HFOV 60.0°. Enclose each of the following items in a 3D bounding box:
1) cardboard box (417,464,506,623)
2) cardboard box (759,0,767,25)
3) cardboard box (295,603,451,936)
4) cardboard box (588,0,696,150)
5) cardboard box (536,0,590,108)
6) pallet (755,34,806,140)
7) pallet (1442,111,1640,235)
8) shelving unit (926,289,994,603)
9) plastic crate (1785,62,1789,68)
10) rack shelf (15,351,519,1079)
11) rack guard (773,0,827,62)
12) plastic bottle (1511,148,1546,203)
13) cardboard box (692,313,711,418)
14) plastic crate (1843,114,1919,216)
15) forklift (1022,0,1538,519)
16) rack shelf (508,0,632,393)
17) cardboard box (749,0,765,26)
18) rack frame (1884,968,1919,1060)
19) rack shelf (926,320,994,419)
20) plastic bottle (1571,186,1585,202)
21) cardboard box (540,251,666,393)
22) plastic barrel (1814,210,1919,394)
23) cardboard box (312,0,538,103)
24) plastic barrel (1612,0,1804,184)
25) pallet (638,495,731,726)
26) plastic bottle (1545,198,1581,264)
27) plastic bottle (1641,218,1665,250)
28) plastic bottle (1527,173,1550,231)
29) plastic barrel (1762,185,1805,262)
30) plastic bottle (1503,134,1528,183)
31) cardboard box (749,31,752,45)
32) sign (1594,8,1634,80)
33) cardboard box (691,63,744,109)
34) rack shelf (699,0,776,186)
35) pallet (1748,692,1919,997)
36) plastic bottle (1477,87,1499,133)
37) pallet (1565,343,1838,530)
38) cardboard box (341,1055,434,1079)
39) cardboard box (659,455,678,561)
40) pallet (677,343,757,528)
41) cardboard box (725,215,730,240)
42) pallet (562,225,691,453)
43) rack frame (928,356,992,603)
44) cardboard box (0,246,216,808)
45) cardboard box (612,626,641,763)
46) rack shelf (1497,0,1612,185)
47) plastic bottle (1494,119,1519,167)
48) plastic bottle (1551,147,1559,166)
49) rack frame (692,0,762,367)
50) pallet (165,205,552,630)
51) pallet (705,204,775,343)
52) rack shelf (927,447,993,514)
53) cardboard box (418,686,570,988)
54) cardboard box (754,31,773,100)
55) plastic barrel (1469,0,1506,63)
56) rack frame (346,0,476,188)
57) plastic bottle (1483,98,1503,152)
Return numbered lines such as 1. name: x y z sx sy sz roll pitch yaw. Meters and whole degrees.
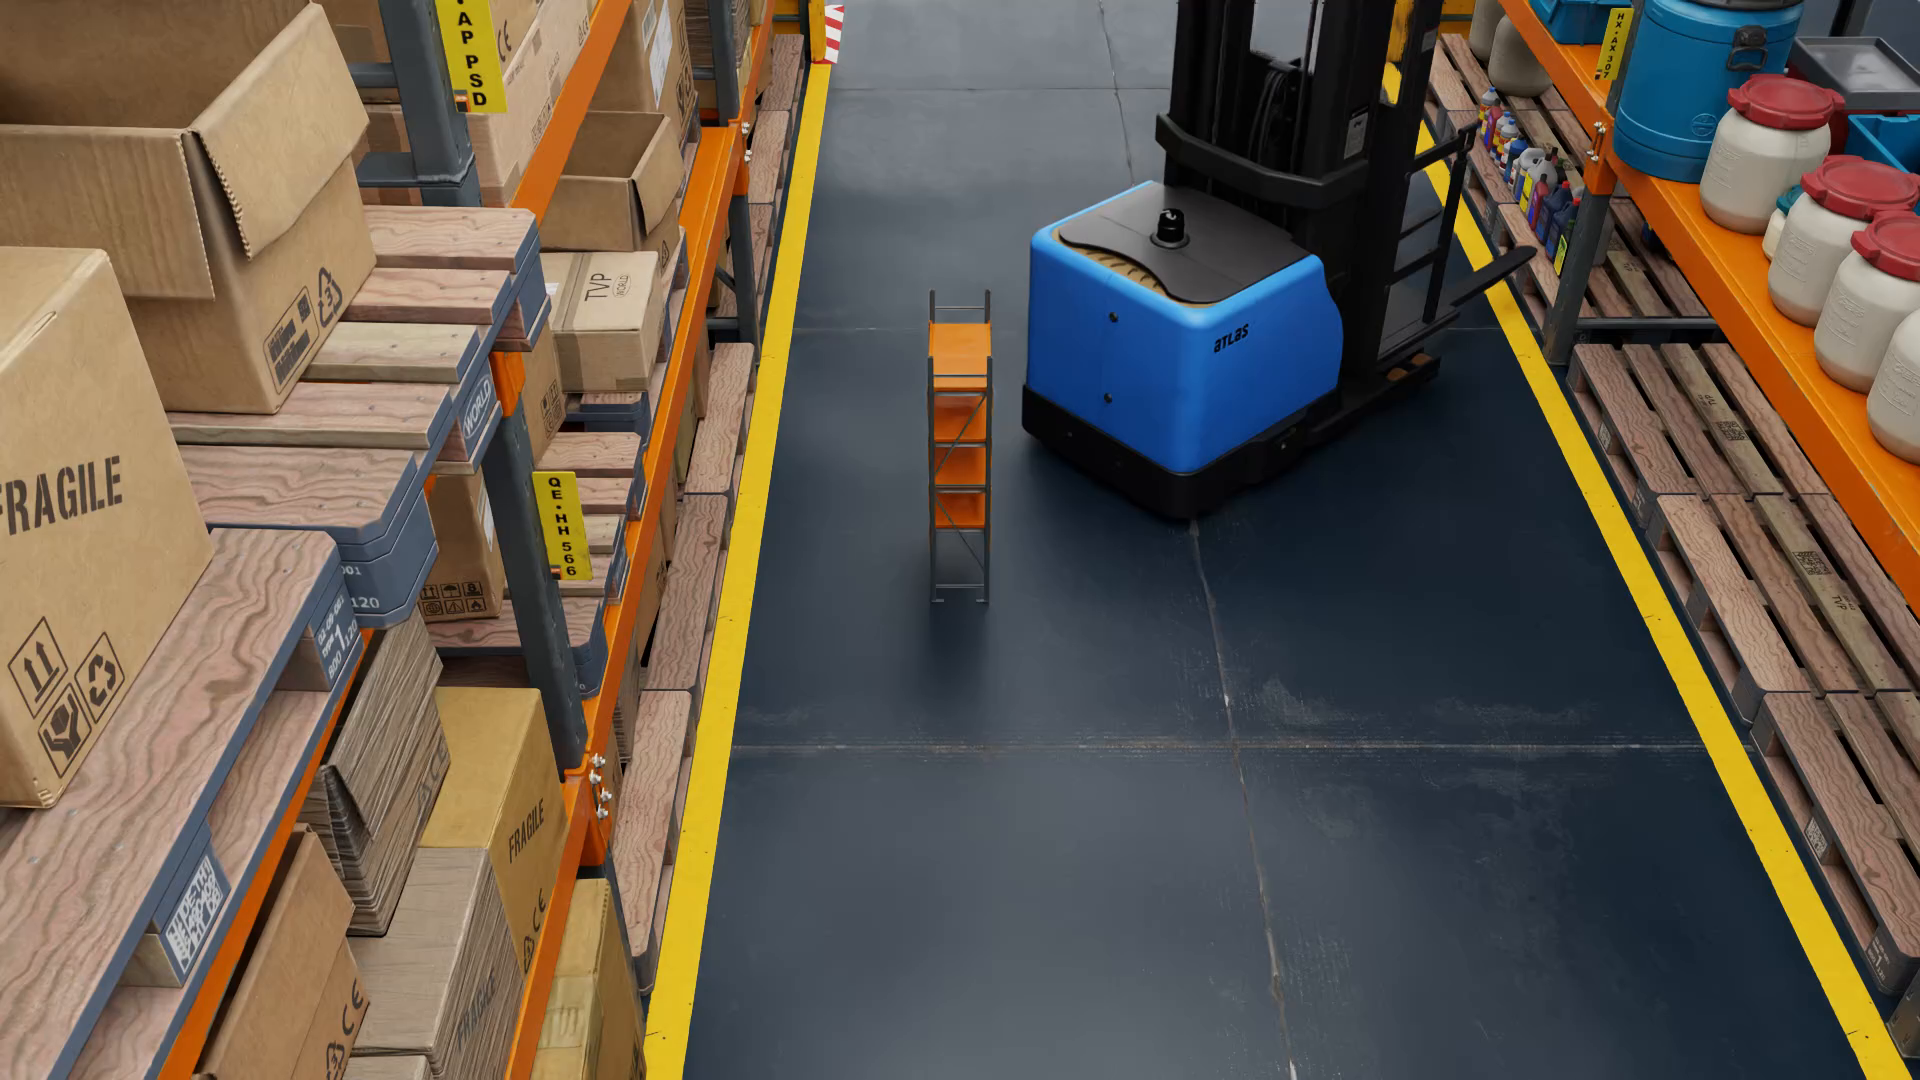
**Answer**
1. cardboard box: -1.541 -0.116 4.581 0.500 0.500 0.500 -5 39 -6
2. cardboard box: -1.188 -2.739 8.470 0.380 0.149 0.250 0 39 0
3. cardboard box: -1.515 0.451 3.406 0.797 0.503 0.637 1 39 1
4. cardboard box: -1.644 -1.978 6.504 1.000 1.000 1.000 0 39 0
5. cardboard box: -1.246 -1.303 4.198 0.500 0.250 0.500 1 39 1
6. pallet: -1.544 -2.935 10.743 1.003 0.211 1.213 0 39 0
7. pallet: 3.485 -2.177 9.798 1.003 0.211 1.213 0 39 0
8. shelving unit: 0.000 -0.365 6.746 0.258 1.200 0.503 0 39 0
9. plastic crate: 3.575 -2.384 7.876 0.767 0.338 0.504 0 39 0
10. rack shelf: -1.498 0.785 2.048 1.077 0.370 4.000 0 39 0
11. rack guard: -1.509 -3.556 11.287 1.175 0.500 0.348 0 39 0
12. plastic bottle: 3.163 -2.016 9.193 0.152 0.276 0.135 1 39 1
13. cardboard box: -1.525 -0.889 7.608 0.700 0.500 0.500 -3 39 -4
14. plastic crate: 3.761 -1.385 6.592 0.392 0.384 0.575 0 39 0
15. forklift: 1.721 -2.030 7.439 3.031 2.935 1.130 -30 47 -32
16. rack shelf: -1.502 -1.716 5.170 1.077 0.370 4.000 0 39 0
17. cardboard box: -1.409 -2.826 8.060 0.875 0.500 0.500 0 39 0
18. rack frame: 3.453 0.421 4.326 1.000 3.000 0.127 0 39 0
19. rack shelf: 0.000 -0.671 6.500 0.258 0.148 0.480 0 39 0
20. plastic bottle: 3.307 -1.728 8.834 0.152 0.276 0.135 0 39 0
21. cardboard box: -1.272 -0.729 5.546 0.500 0.250 0.500 -1 39 -1
22. plastic barrel: 3.232 -0.806 5.748 0.433 0.535 0.433 0 39 0
23. cardboard box: -1.243 -1.274 3.563 0.500 0.500 0.500 0 39 0
24. plastic barrel: 3.146 -2.035 6.989 0.600 0.901 0.708 0 39 0
25. pallet: -1.498 0.263 6.753 1.003 0.211 1.213 0 39 0
26. plastic bottle: 3.159 -1.621 8.641 0.144 0.351 0.185 -1 39 -1
27. plastic bottle: 3.718 -1.724 8.769 0.144 0.351 0.185 0 39 0
28. plastic bottle: 3.117 -1.817 8.939 0.061 0.283 0.133 2 39 3
29. plastic barrel: 3.296 -1.199 6.458 0.301 0.262 0.301 0 39 0
30. plastic bottle: 3.135 -2.152 9.366 0.097 0.271 0.097 0 39 0
31. cardboard box: -1.219 -2.426 8.080 0.380 0.149 0.250 0 39 0
32. sign: 2.898 -2.195 7.369 0.100 0.325 0.005 0 39 0
33. cardboard box: -1.204 -2.114 7.690 0.380 0.149 0.250 0 39 0
34. rack shelf: -1.507 -3.047 9.229 1.077 0.370 4.000 0 39 0
35. pallet: 3.491 1.024 5.803 1.003 0.211 1.213 0 39 0
36. plastic bottle: 3.134 -2.555 9.870 0.097 0.271 0.097 0 39 0
37. pallet: 3.488 -0.502 7.707 1.003 0.211 1.213 0 39 0
38. cardboard box: -1.253 1.330 3.112 0.500 0.500 0.500 -1 39 -2
39. cardboard box: -1.543 -0.241 6.799 0.700 0.500 0.500 -3 39 -4
40. pallet: -1.502 -0.502 7.708 1.003 0.211 1.213 0 39 0
41. cardboard box: -1.473 -1.874 8.853 0.500 0.500 0.500 12 40 14
42. pallet: -1.543 -0.739 5.927 1.003 0.211 1.213 0 39 0
43. rack frame: 0.000 -0.212 6.555 0.240 1.200 0.015 0 39 0
44. cardboard box: -1.338 -0.028 2.072 0.500 0.500 0.500 2 39 2
45. cardboard box: -1.534 0.462 5.922 0.700 0.500 0.500 -3 39 -4
46. rack shelf: 3.446 -3.051 9.233 1.077 0.370 4.000 0 39 0
47. plastic bottle: 3.135 -2.278 9.524 0.097 0.271 0.097 0 39 0
48. plastic bottle: 3.269 -2.019 9.191 0.061 0.283 0.133 0 39 0
49. rack frame: -1.505 -2.077 7.443 1.000 3.000 0.127 0 39 0
50. pallet: -1.446 -0.270 2.941 1.213 0.211 1.003 2 39 2
51. pallet: -1.541 -1.409 8.839 1.003 0.211 1.213 0 39 0
52. rack shelf: 0.000 -0.312 6.788 0.258 0.148 0.480 0 39 0
53. cardboard box: -1.252 0.694 3.906 0.500 0.500 0.500 1 39 1
54. cardboard box: -1.490 -3.003 10.261 0.500 0.500 0.500 10 40 12
55. plastic barrel: 3.521 -3.364 10.702 0.421 0.512 0.421 0 39 0
56. rack frame: -1.500 -1.917 2.446 1.000 3.000 0.127 0 39 0
57. plastic bottle: 3.116 -2.418 9.689 0.061 0.283 0.133 1 39 1
